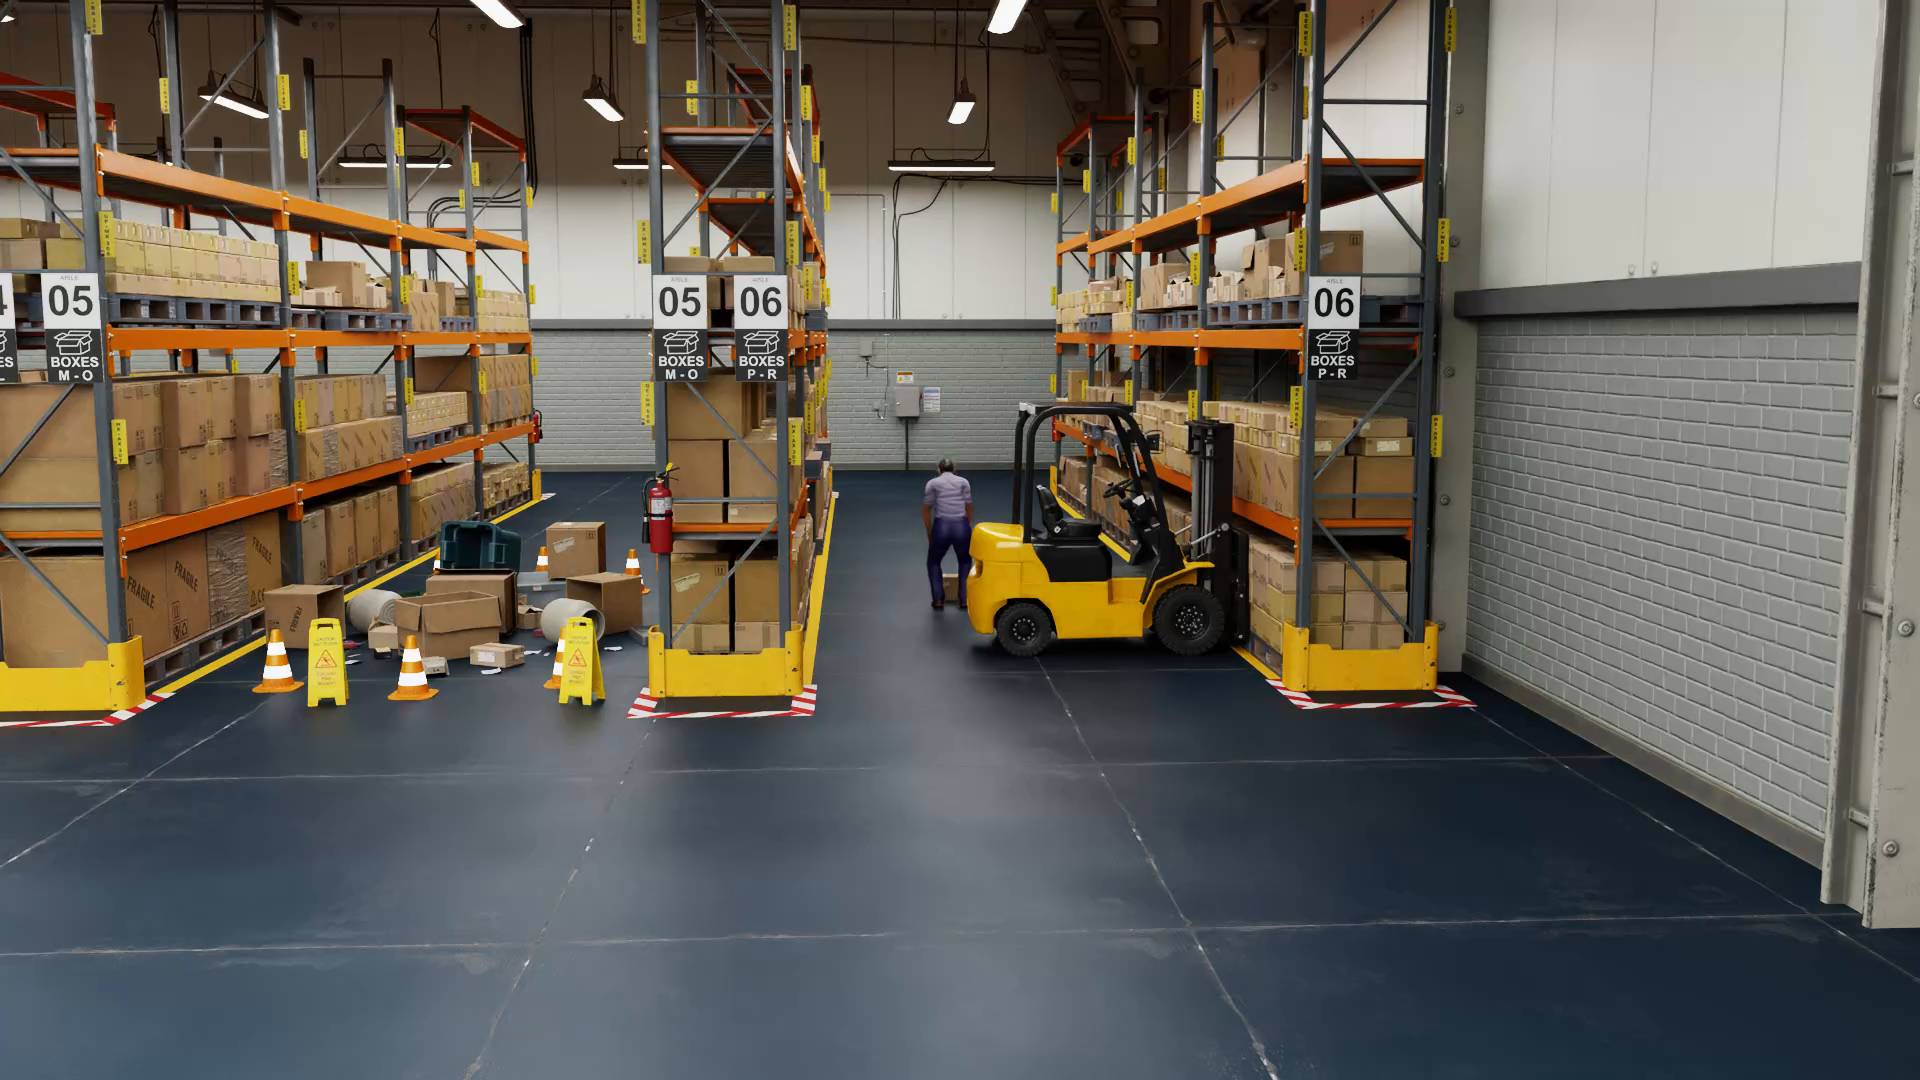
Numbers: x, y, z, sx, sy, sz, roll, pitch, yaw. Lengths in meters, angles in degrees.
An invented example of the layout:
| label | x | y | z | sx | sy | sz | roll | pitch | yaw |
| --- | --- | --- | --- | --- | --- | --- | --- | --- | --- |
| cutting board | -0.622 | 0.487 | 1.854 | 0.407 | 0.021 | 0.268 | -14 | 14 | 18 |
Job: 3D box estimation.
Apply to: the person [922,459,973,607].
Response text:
| label | x | y | z | sx | sy | sz | roll | pitch | yaw |
| --- | --- | --- | --- | --- | --- | --- | --- | --- | --- |
| person | -0.128 | -0.064 | 16.962 | 0.522 | 1.511 | 0.529 | 0 | 7 | -3 |
